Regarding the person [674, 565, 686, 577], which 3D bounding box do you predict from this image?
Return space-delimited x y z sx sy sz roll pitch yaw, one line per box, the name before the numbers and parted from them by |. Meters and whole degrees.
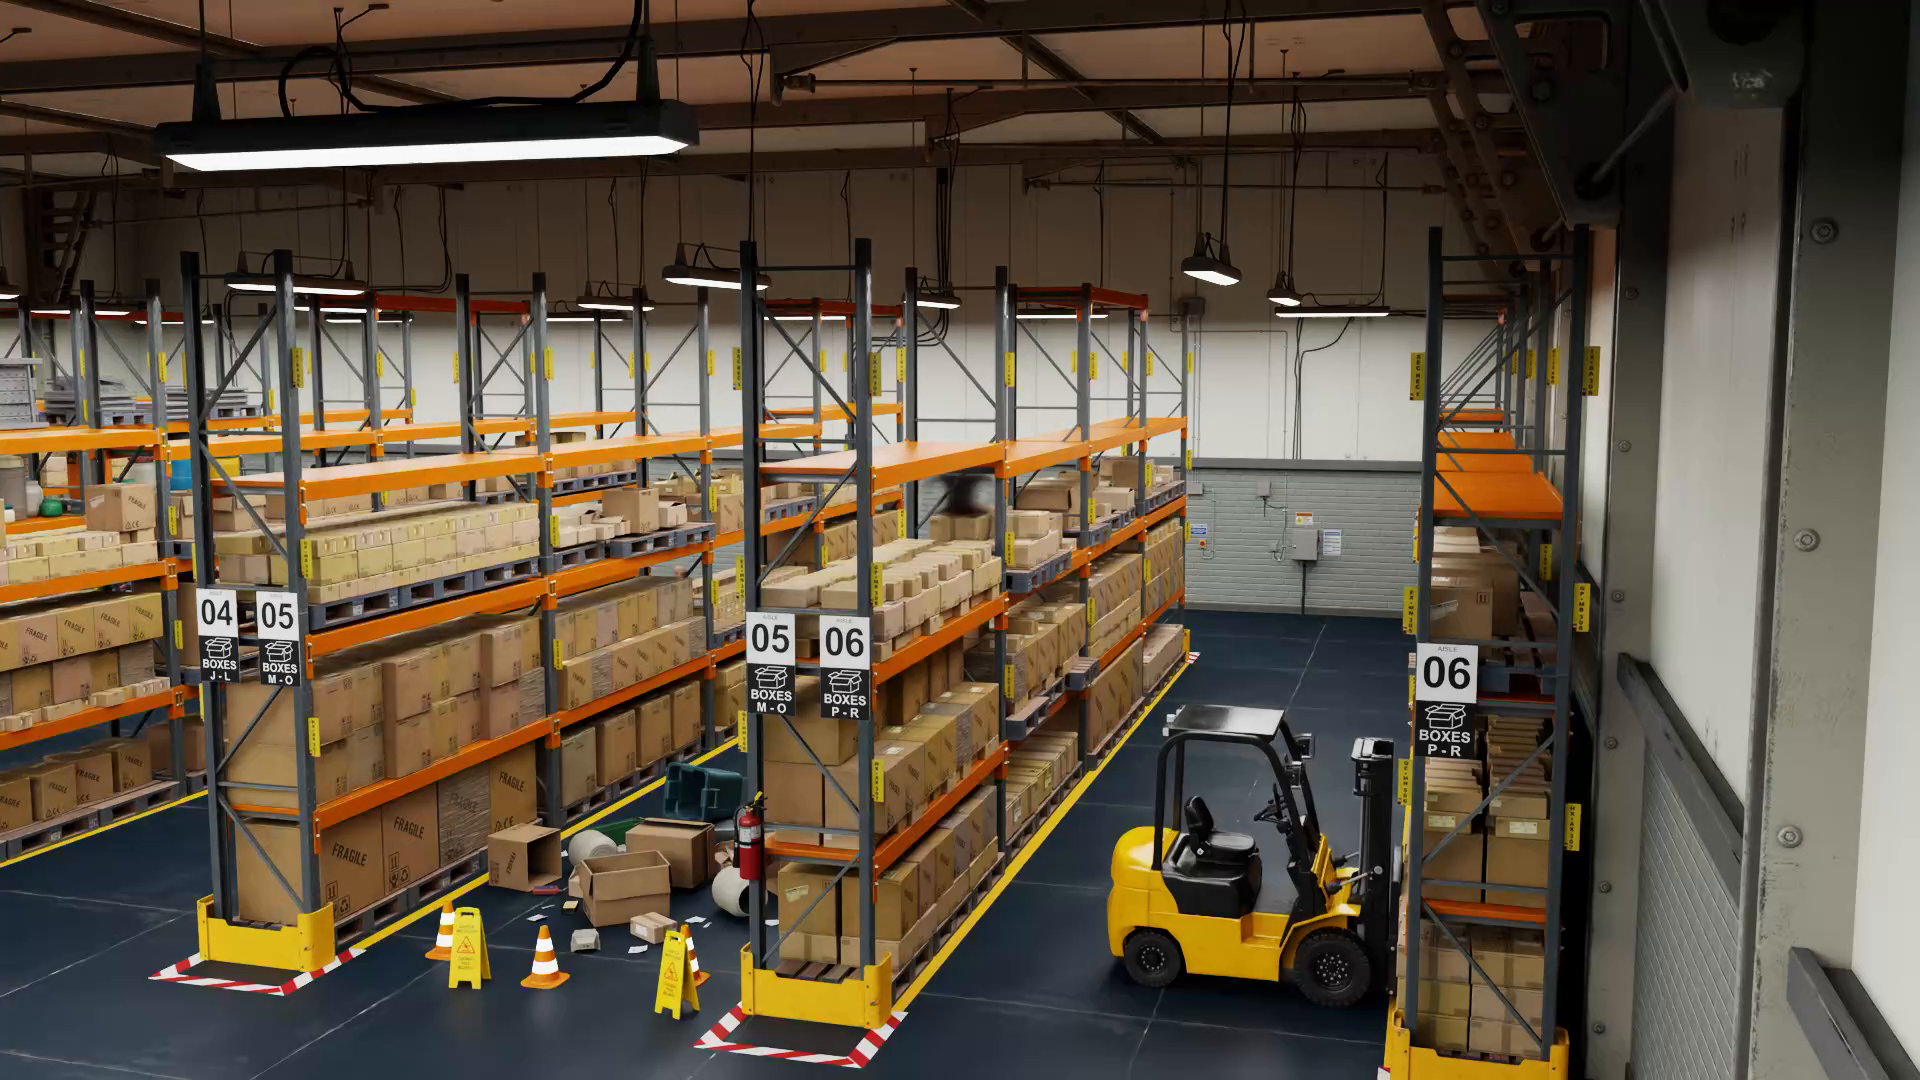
person | -4.422 1.293 26.598 0.456 1.782 0.656 1 6 7
